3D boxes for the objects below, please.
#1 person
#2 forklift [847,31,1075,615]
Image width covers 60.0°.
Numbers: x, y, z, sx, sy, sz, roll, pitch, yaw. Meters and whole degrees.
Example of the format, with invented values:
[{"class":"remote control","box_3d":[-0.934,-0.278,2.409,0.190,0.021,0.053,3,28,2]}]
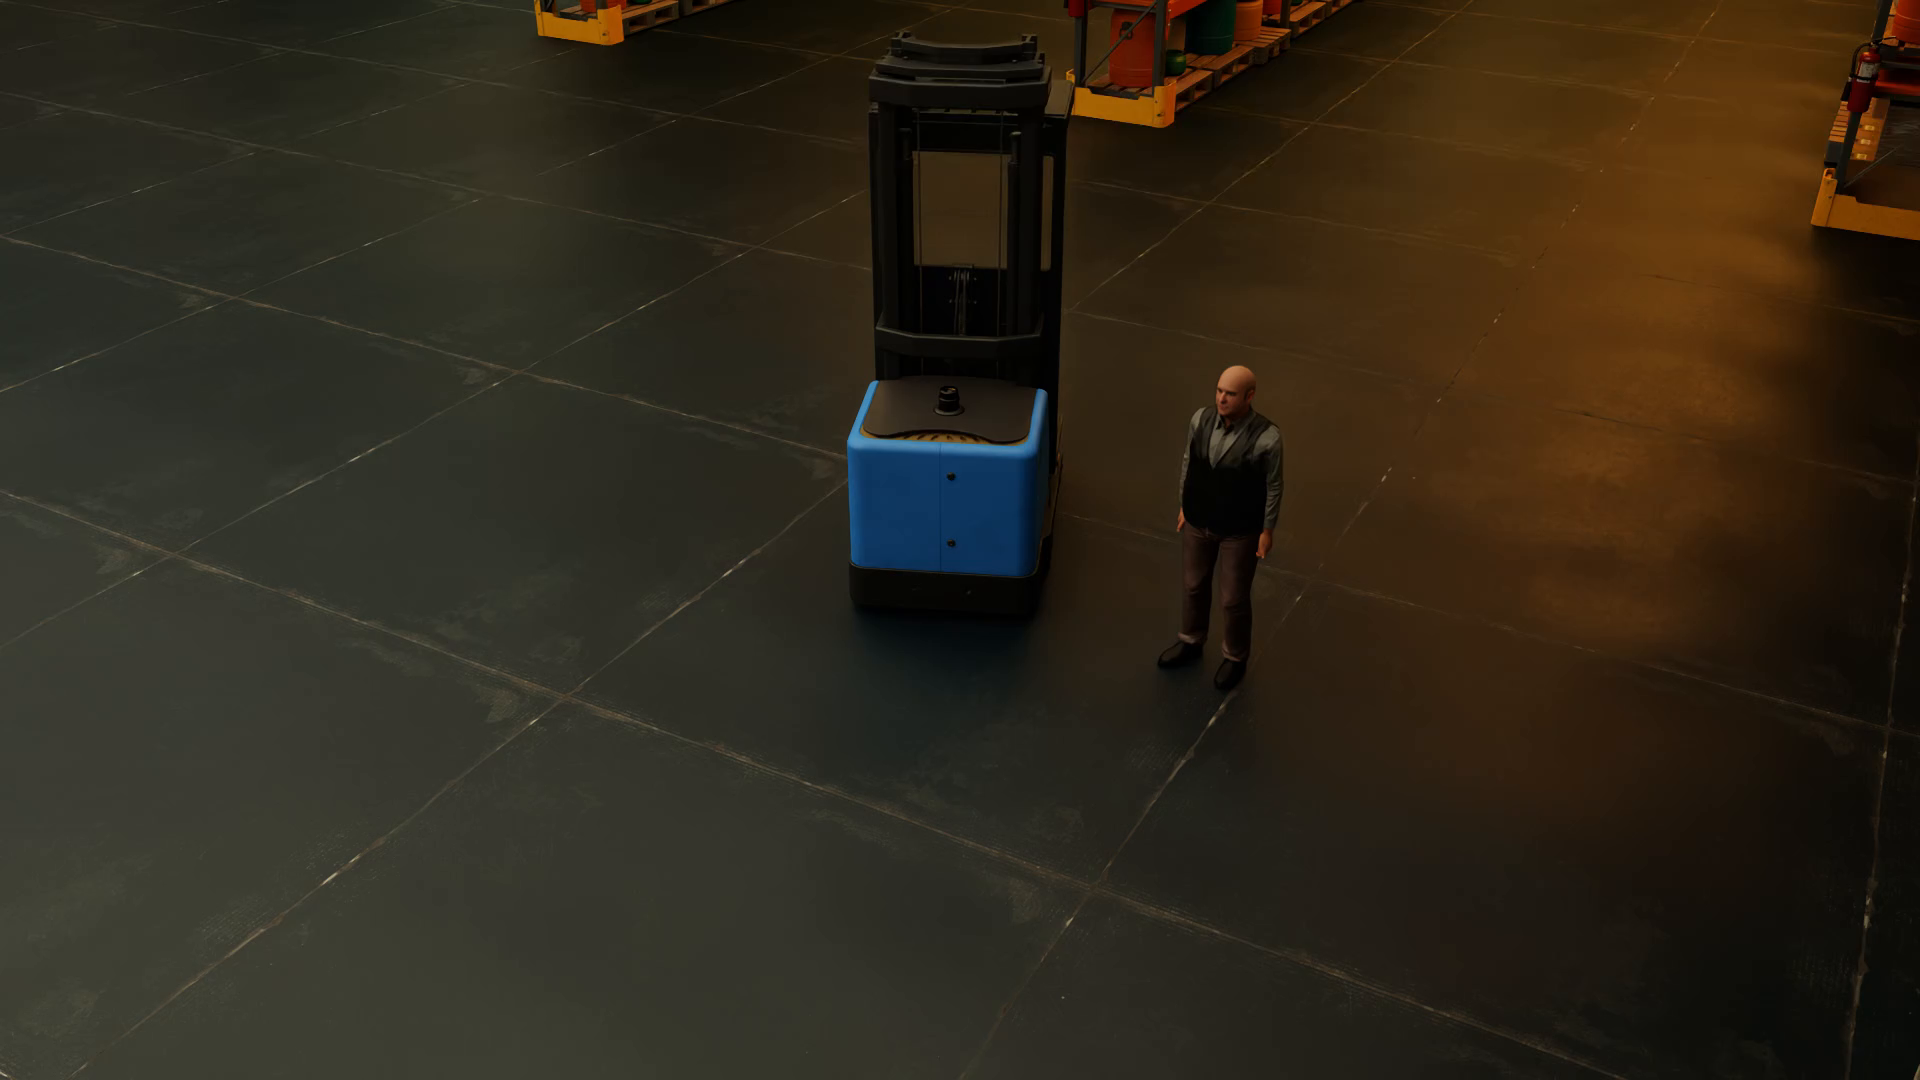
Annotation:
[{"class":"person","box_3d":[1.333,-0.076,8.413,0.544,1.725,0.356,20,36,31]},{"class":"forklift","box_3d":[0.072,-1.572,9.794,1.130,2.935,3.031,3,30,6]}]
